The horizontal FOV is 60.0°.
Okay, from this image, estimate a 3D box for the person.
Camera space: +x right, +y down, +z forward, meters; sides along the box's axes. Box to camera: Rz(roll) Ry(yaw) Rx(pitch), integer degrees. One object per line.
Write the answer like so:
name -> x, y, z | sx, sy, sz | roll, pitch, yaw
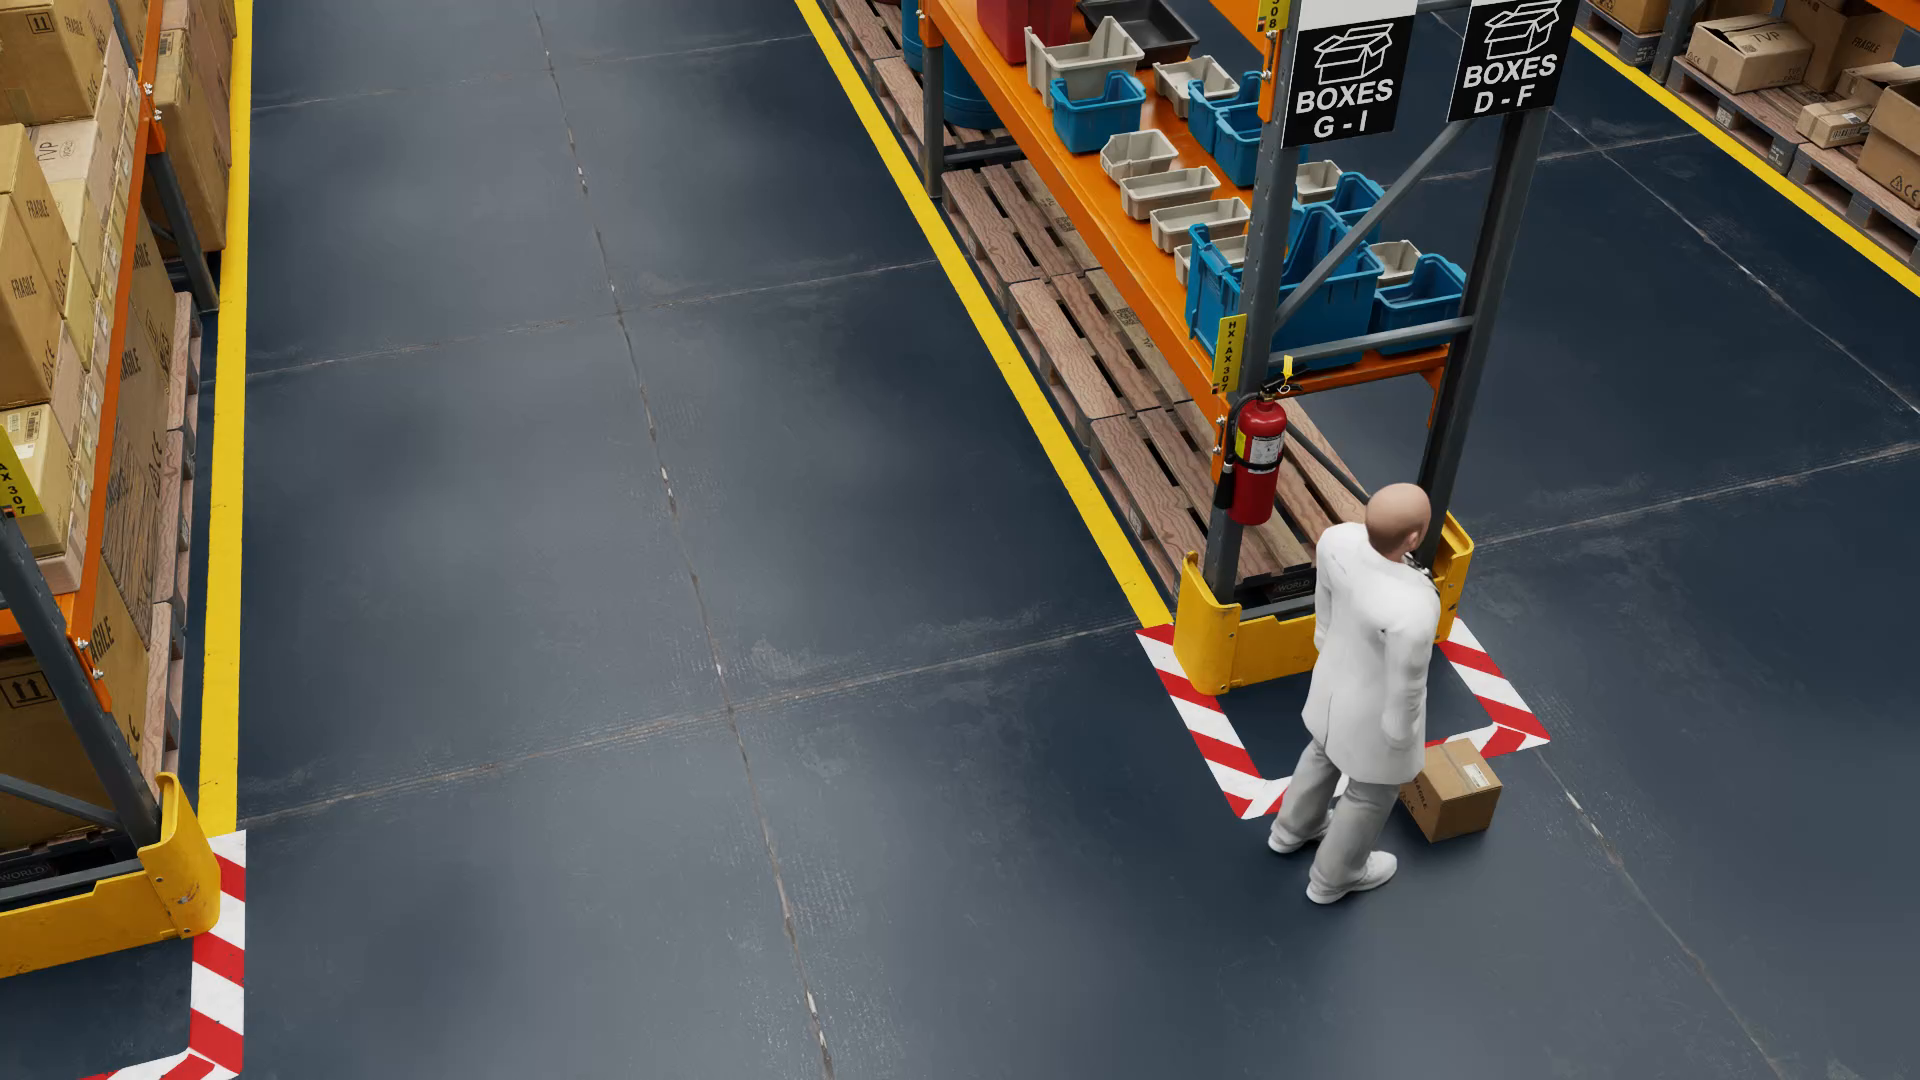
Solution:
person -> 1.370, 0.504, 5.610 | 0.391, 1.777, 0.561 | -15, 44, -16
